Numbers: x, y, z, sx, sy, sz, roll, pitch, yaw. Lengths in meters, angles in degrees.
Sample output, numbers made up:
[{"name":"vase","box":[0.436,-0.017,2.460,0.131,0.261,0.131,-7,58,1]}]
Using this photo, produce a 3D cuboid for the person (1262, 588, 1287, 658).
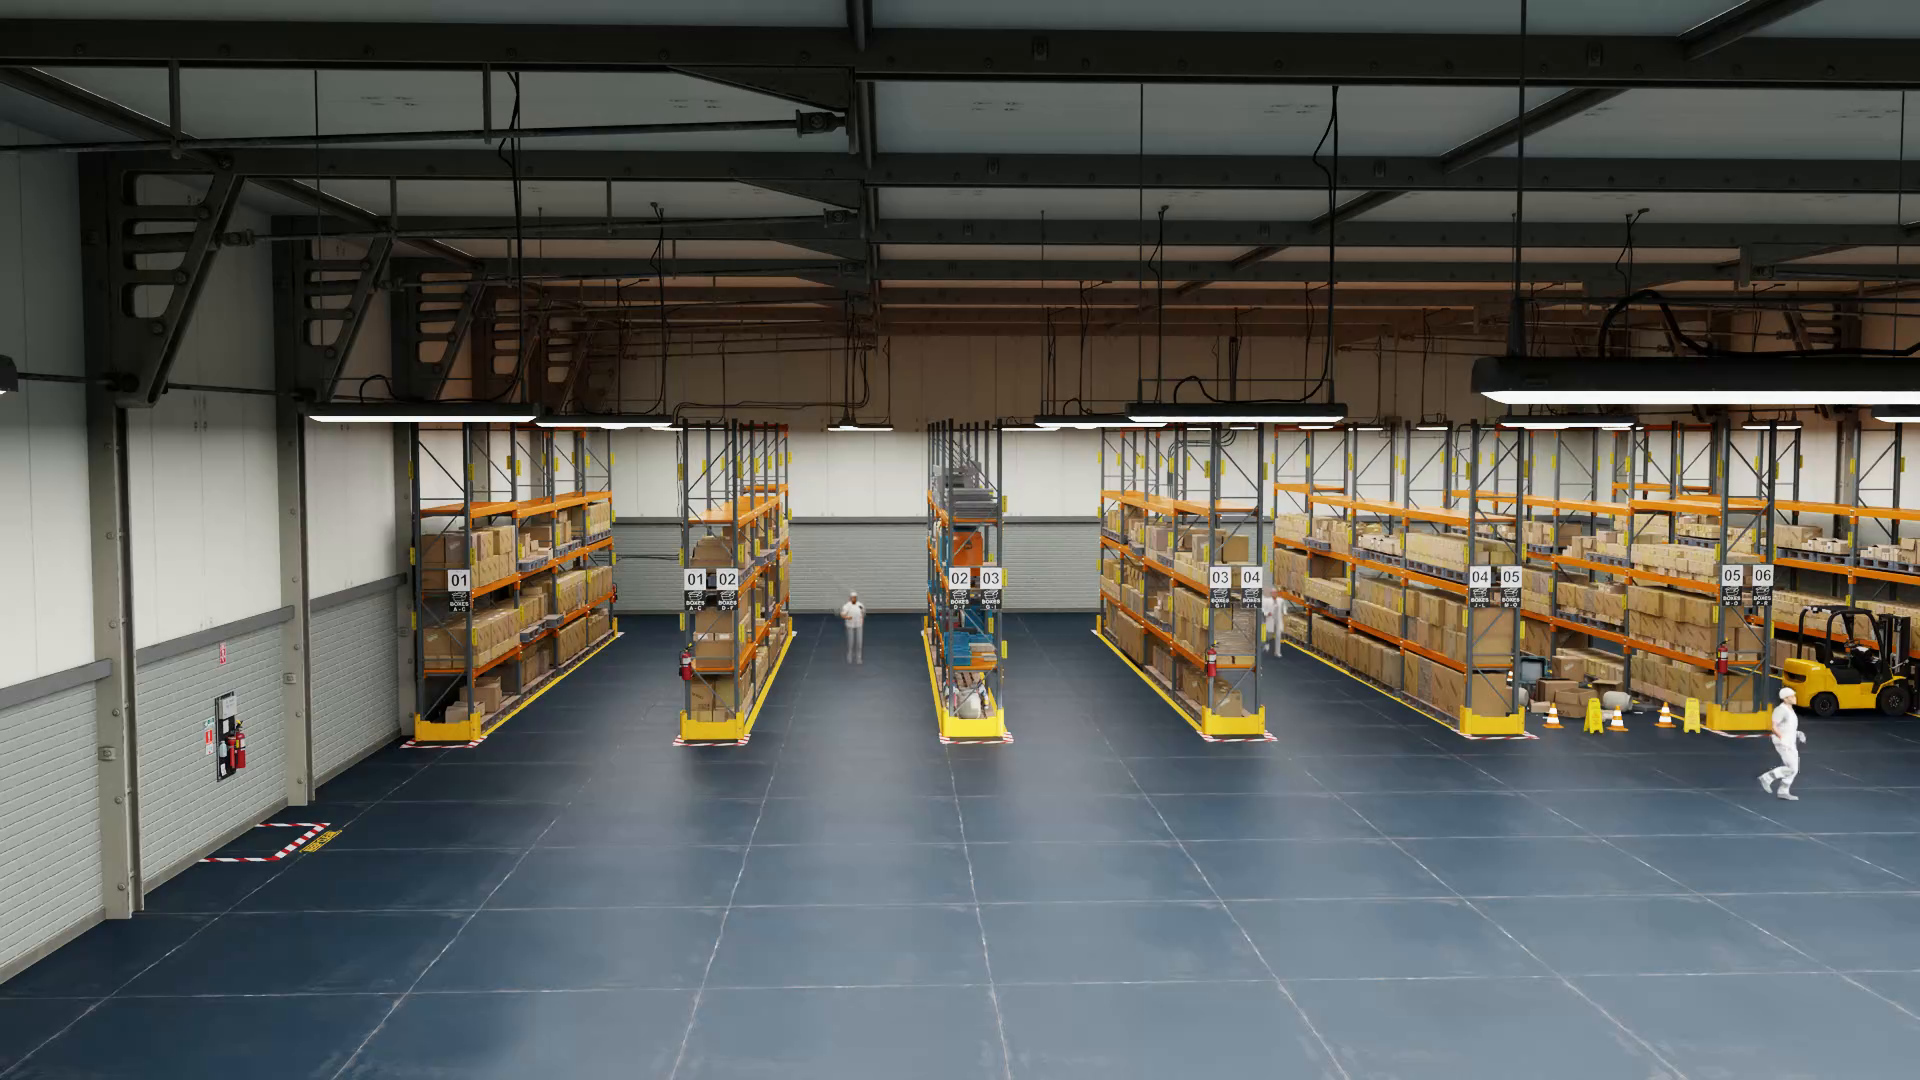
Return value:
[{"name":"person","box":[8.065,2.134,42.614,0.724,1.703,1.092,0,4,-4]}]

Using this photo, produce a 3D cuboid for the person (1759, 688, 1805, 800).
[{"name":"person","box":[12.899,3.181,26.073,0.584,1.756,0.678,3,5,38]}]

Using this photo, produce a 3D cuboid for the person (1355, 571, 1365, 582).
[{"name":"person","box":[11.787,1.732,49.209,0.601,1.665,0.591,0,4,1]}]

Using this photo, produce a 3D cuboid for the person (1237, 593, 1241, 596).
[{"name":"person","box":[7.783,1.819,48.160,0.791,1.714,0.663,3,5,39]}]

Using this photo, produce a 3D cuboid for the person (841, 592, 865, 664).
[{"name":"person","box":[-2.512,2.094,39.436,0.606,1.708,0.880,-1,4,-16]}]
